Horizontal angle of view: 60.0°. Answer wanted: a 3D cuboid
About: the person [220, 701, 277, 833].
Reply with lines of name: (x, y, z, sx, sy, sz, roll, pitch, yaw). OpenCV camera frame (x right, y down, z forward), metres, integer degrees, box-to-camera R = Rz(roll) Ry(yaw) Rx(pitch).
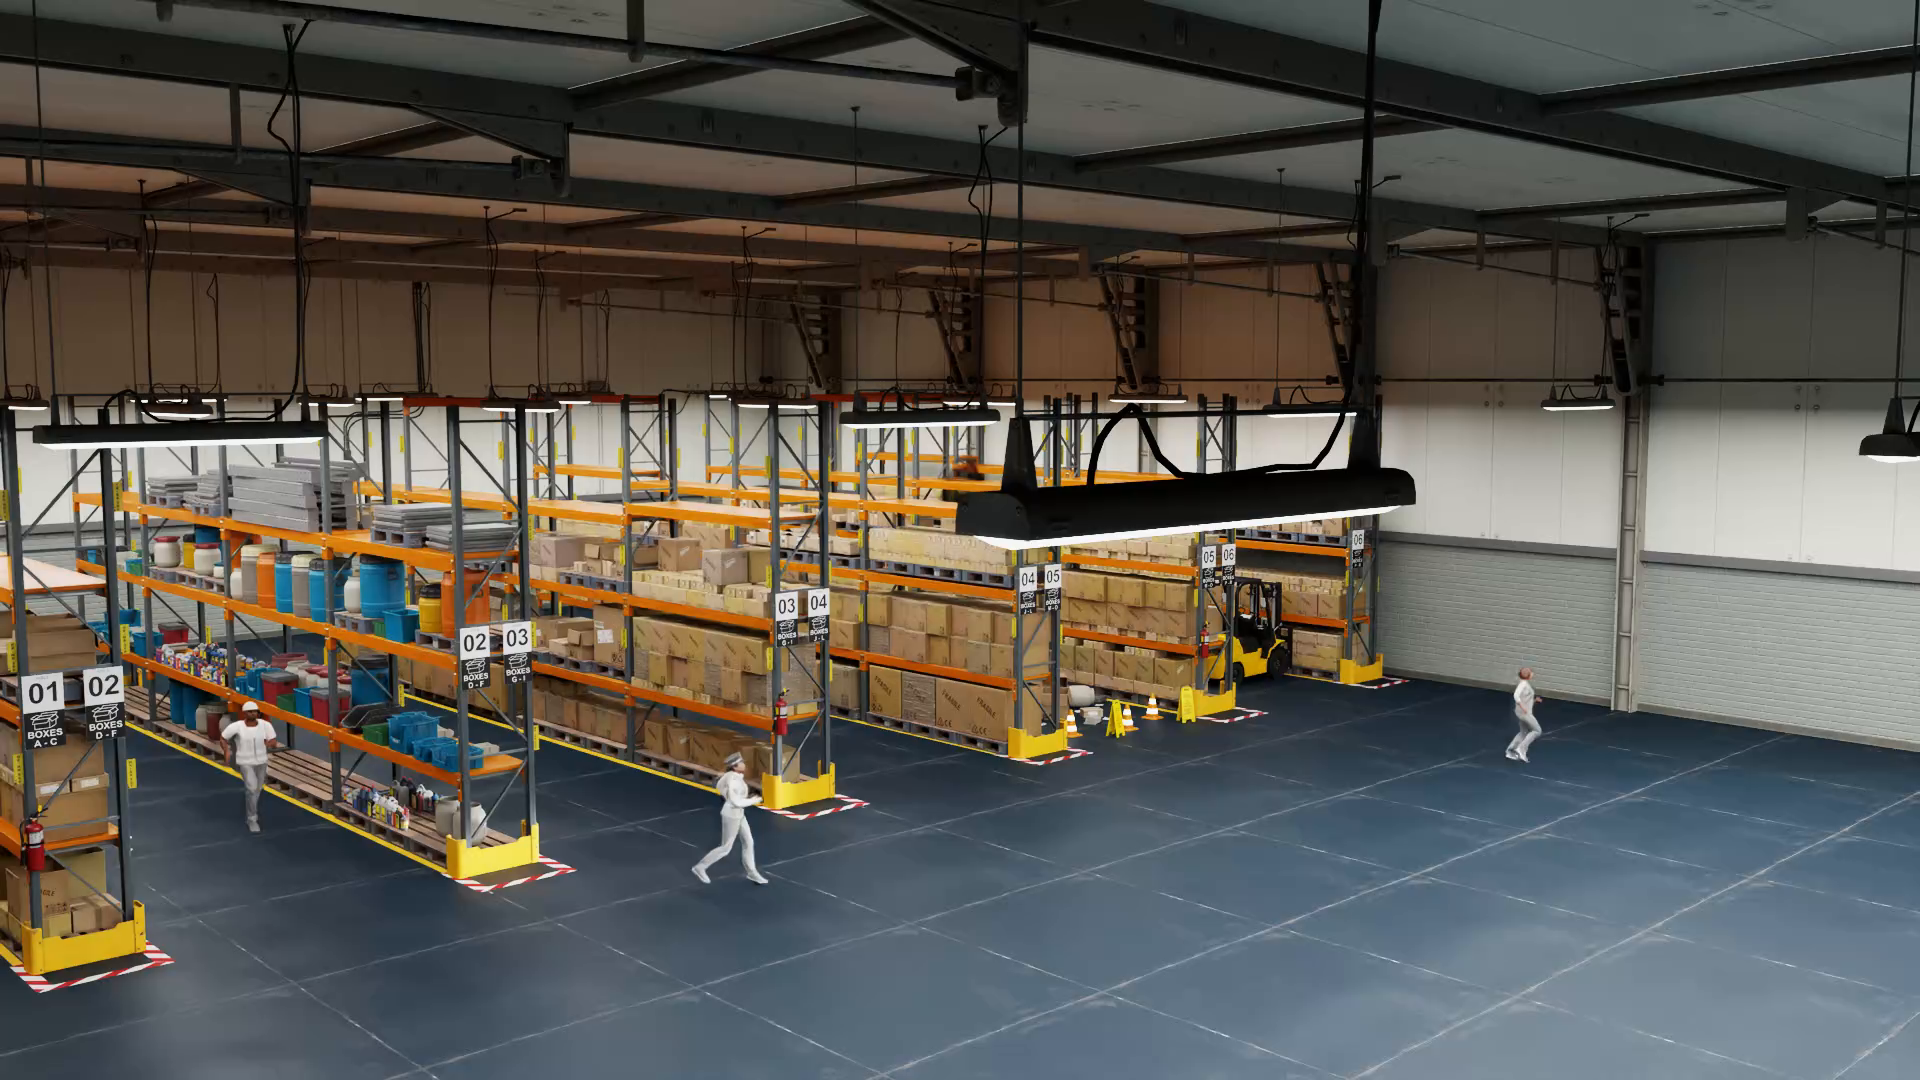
person: (-10.006, 3.180, 23.494, 0.782, 1.828, 0.667, 5, 8, 43)

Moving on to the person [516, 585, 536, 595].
person: (-10.513, 1.604, 40.248, 0.595, 1.711, 0.727, 4, 7, 34)

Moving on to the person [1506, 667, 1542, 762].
person: (9.336, 2.879, 27.503, 0.557, 1.577, 0.593, 1, 6, 14)

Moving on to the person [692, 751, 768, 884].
person: (-2.878, 3.483, 20.753, 0.938, 1.721, 0.616, -1, 6, -7)
